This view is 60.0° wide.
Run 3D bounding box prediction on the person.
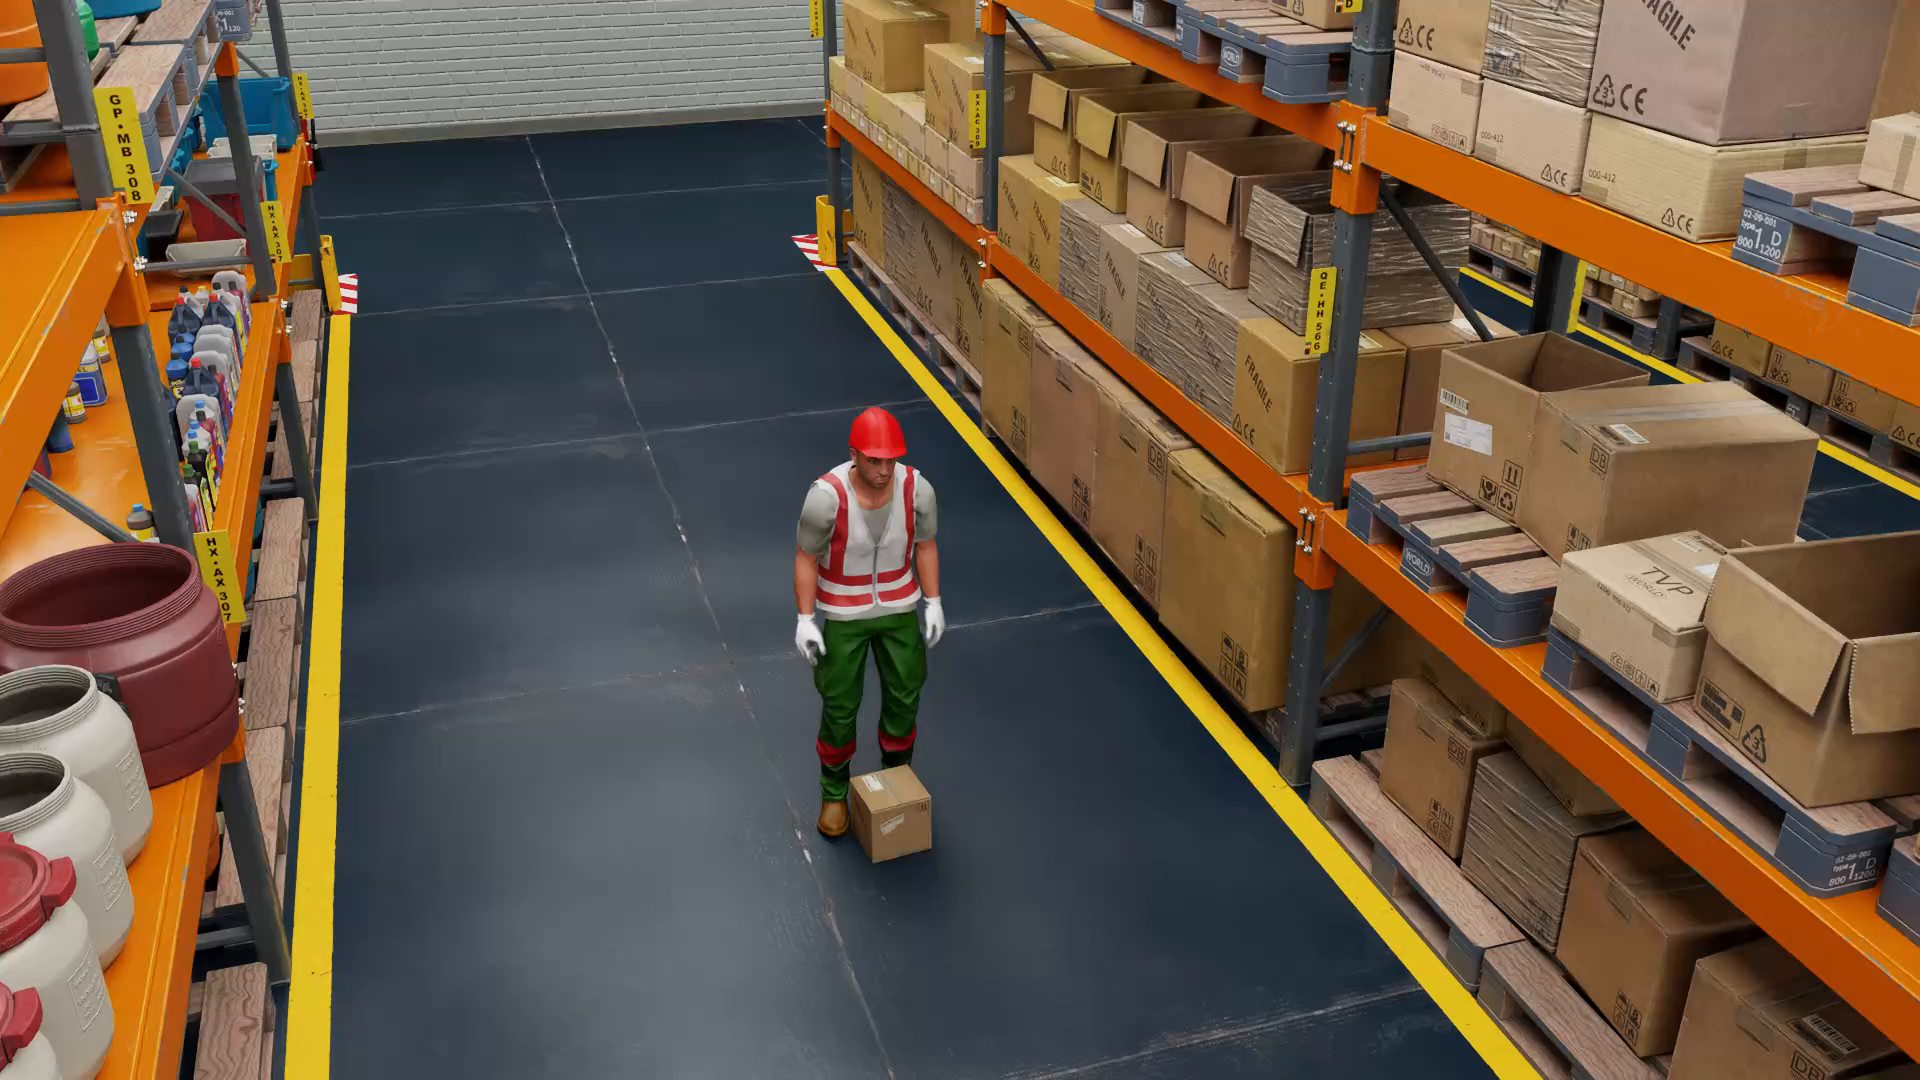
[{"bbox_3d":[-0.349,0.306,6.476,0.604,1.775,0.453,-8,27,-16],"label":"person"}]
